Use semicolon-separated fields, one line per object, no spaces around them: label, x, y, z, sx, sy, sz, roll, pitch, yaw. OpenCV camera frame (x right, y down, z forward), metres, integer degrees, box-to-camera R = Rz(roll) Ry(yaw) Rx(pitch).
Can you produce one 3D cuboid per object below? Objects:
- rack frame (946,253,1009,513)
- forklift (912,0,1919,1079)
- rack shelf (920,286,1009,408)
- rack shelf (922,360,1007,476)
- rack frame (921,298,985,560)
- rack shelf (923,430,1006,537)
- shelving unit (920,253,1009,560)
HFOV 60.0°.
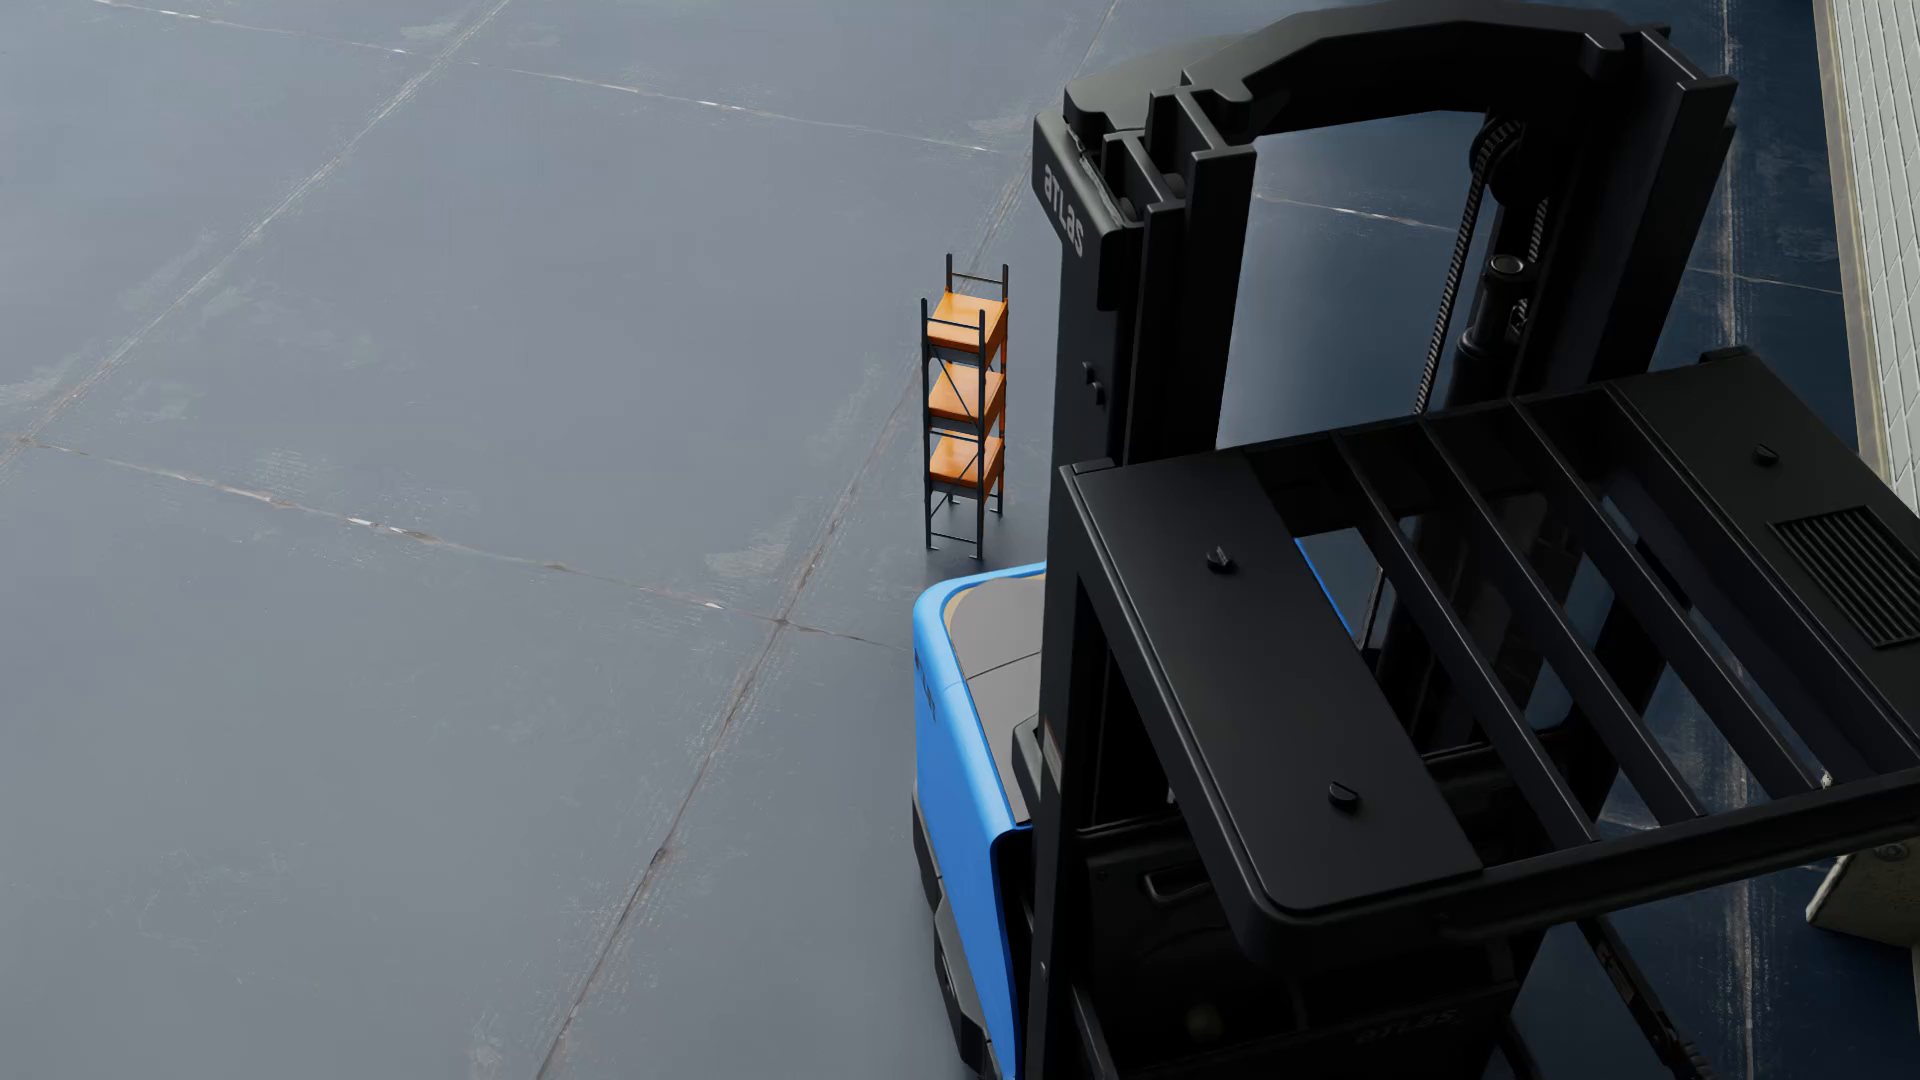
rack frame;0.053;-0.492;5.502;0.200;1.050;0.008;13;46;13
forklift;0.737;0.743;2.895;1.130;2.935;3.031;-10;45;-10
rack shelf;0.016;-0.606;5.228;0.215;0.259;0.240;13;46;13
rack shelf;0.016;-0.403;5.427;0.215;0.259;0.240;13;46;13
rack frame;-0.021;-0.330;5.336;0.200;1.050;0.008;13;46;13
rack shelf;0.016;-0.205;5.621;0.215;0.259;0.240;13;46;13
shelving unit;0.016;-0.411;5.419;0.215;1.050;0.252;13;46;13
